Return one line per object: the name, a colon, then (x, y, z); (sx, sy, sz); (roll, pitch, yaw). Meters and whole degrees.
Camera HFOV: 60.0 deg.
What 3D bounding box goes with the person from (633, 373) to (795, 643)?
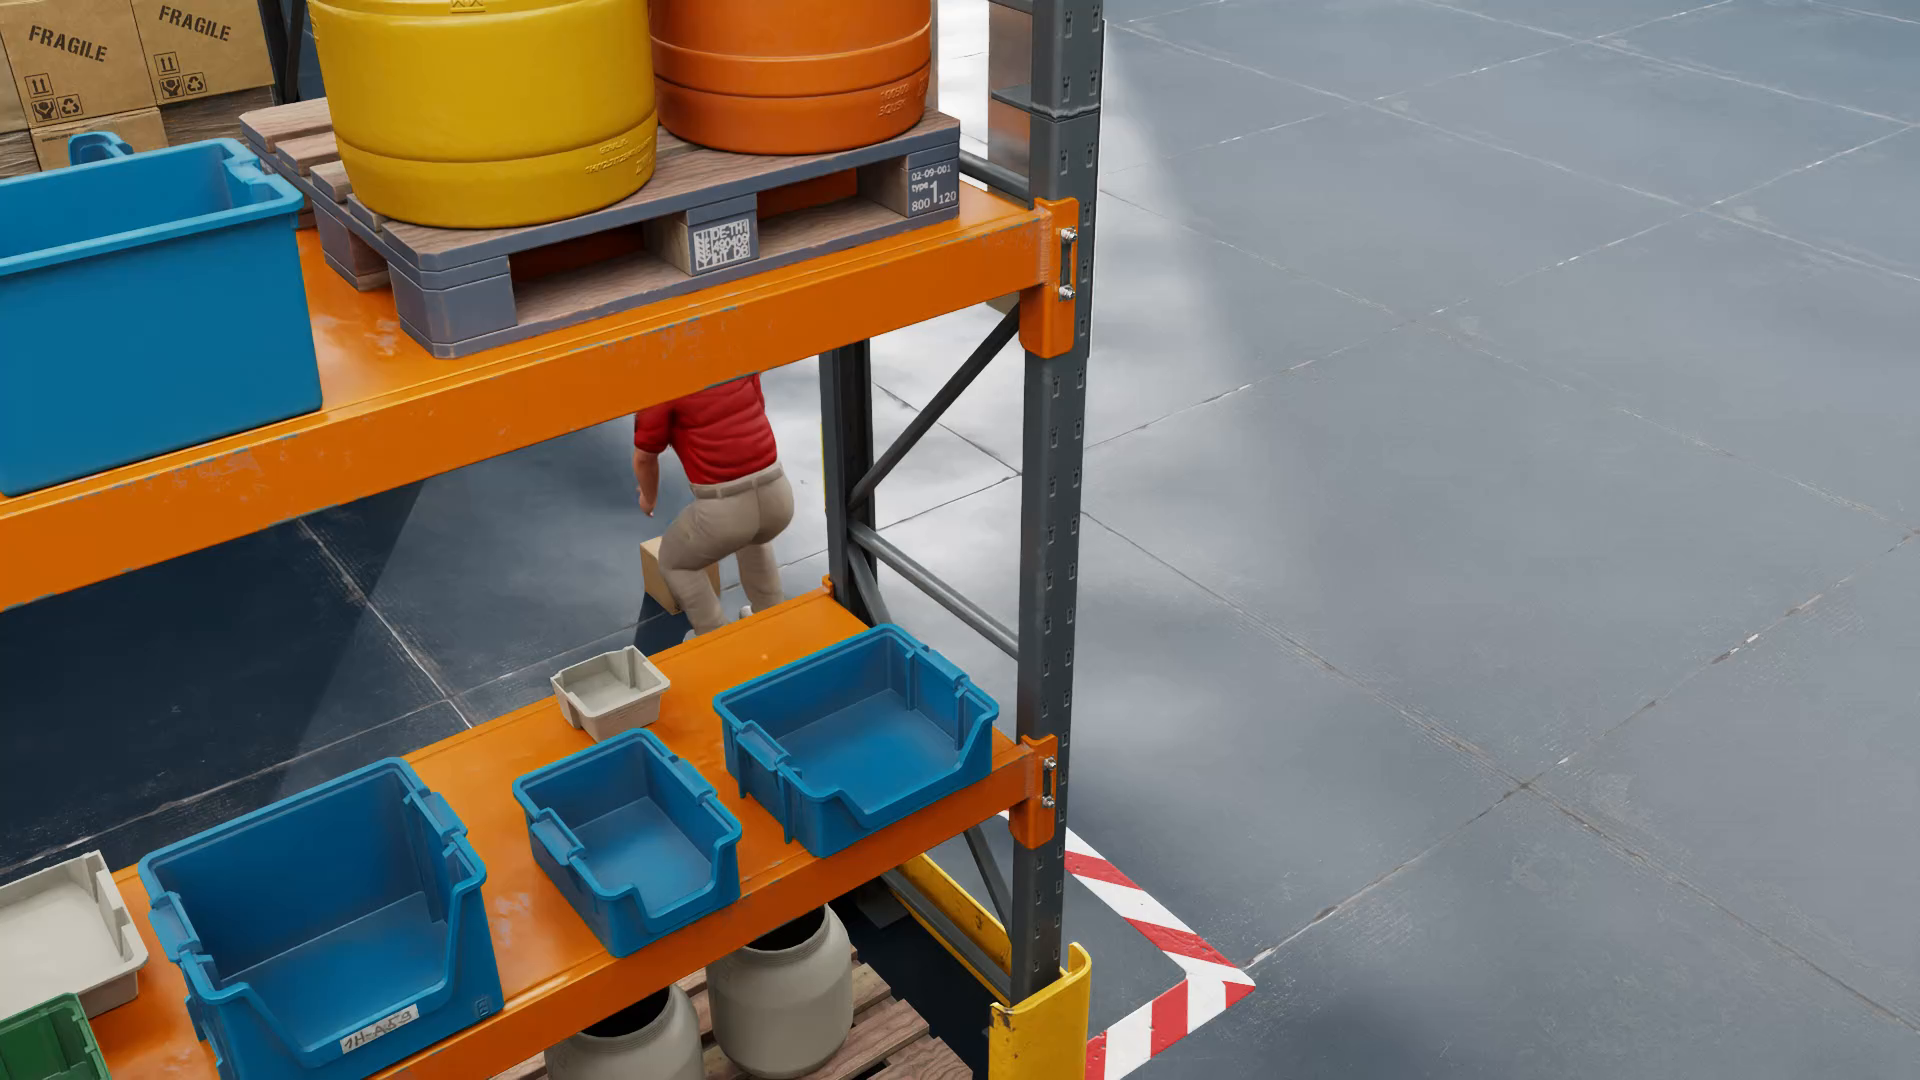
person: (-0.988, -0.183, 6.677); (0.587, 1.494, 0.644); (-22, 38, -31)
